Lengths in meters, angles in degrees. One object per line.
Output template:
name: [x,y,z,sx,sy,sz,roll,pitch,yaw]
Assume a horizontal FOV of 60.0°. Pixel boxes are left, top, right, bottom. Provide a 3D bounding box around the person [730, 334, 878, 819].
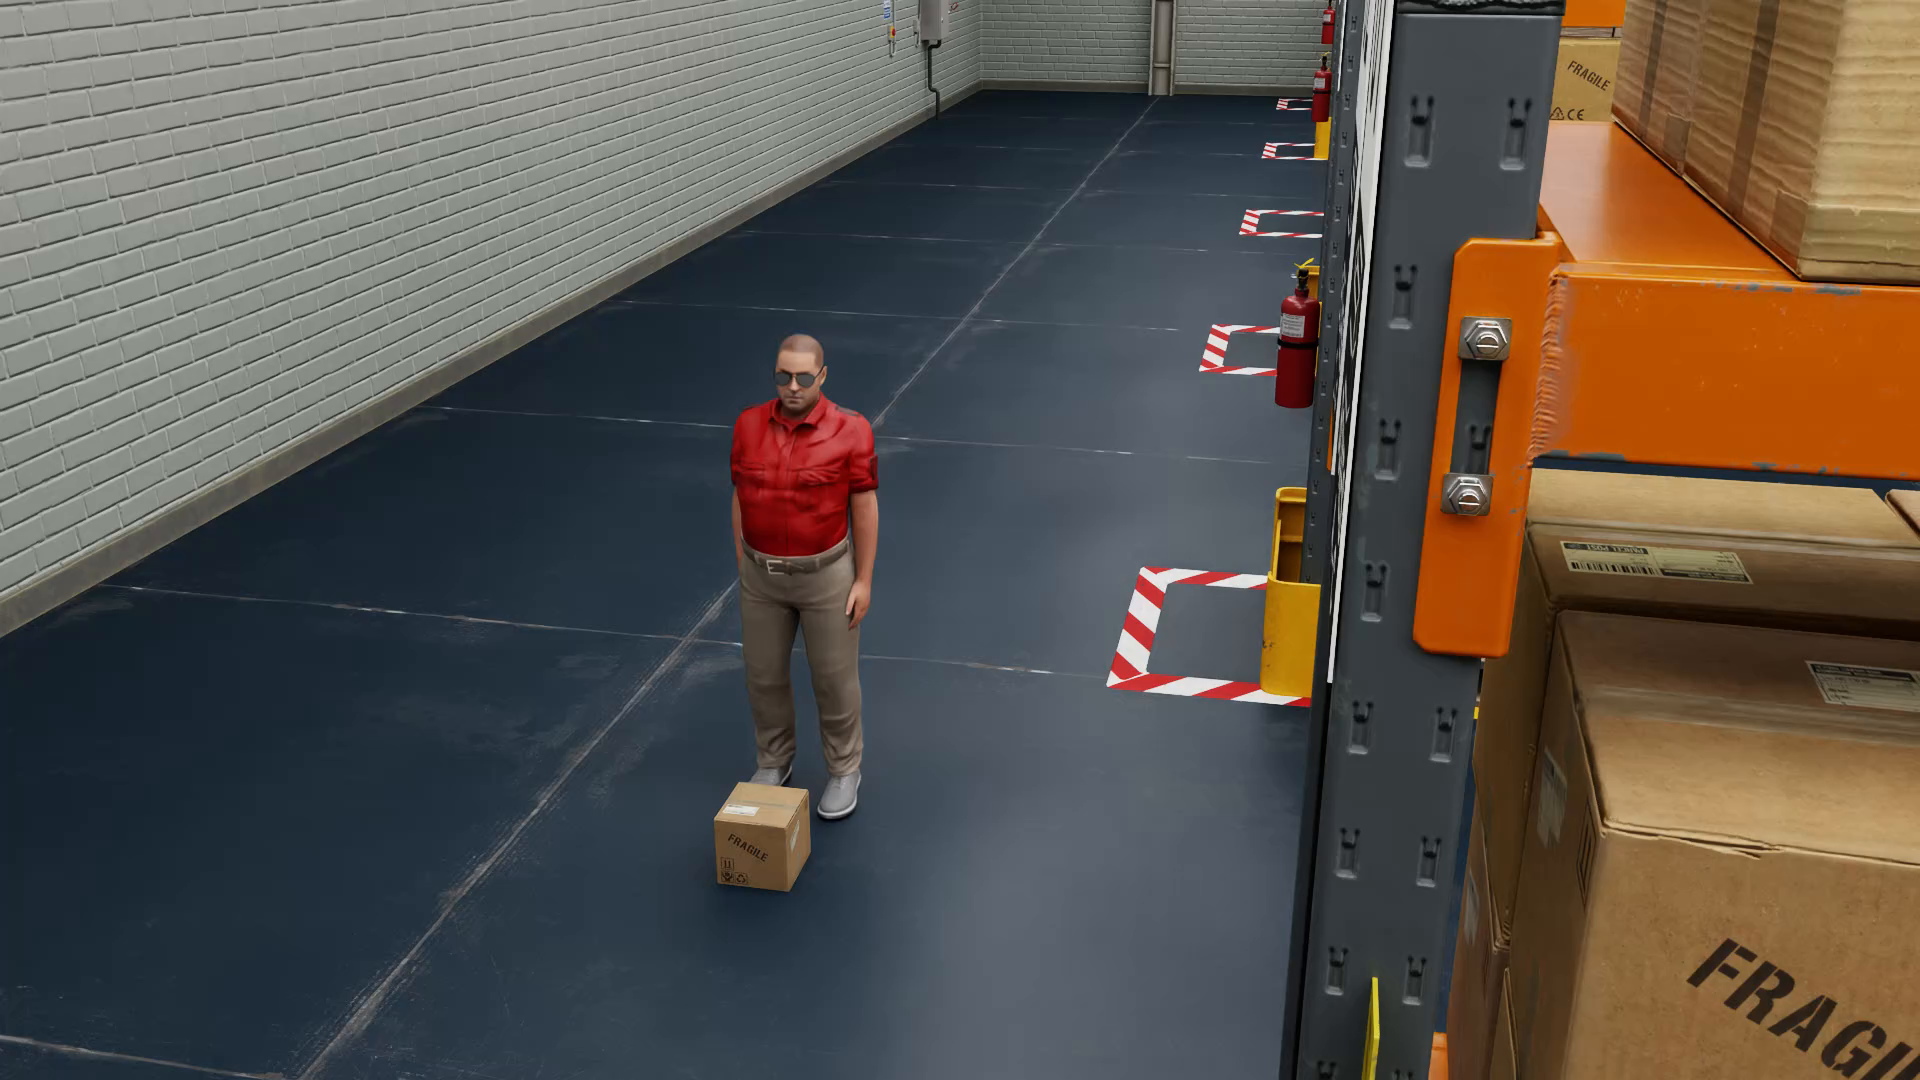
person: [-0.546,0.140,5.764,0.527,1.724,0.360,5,22,12]
